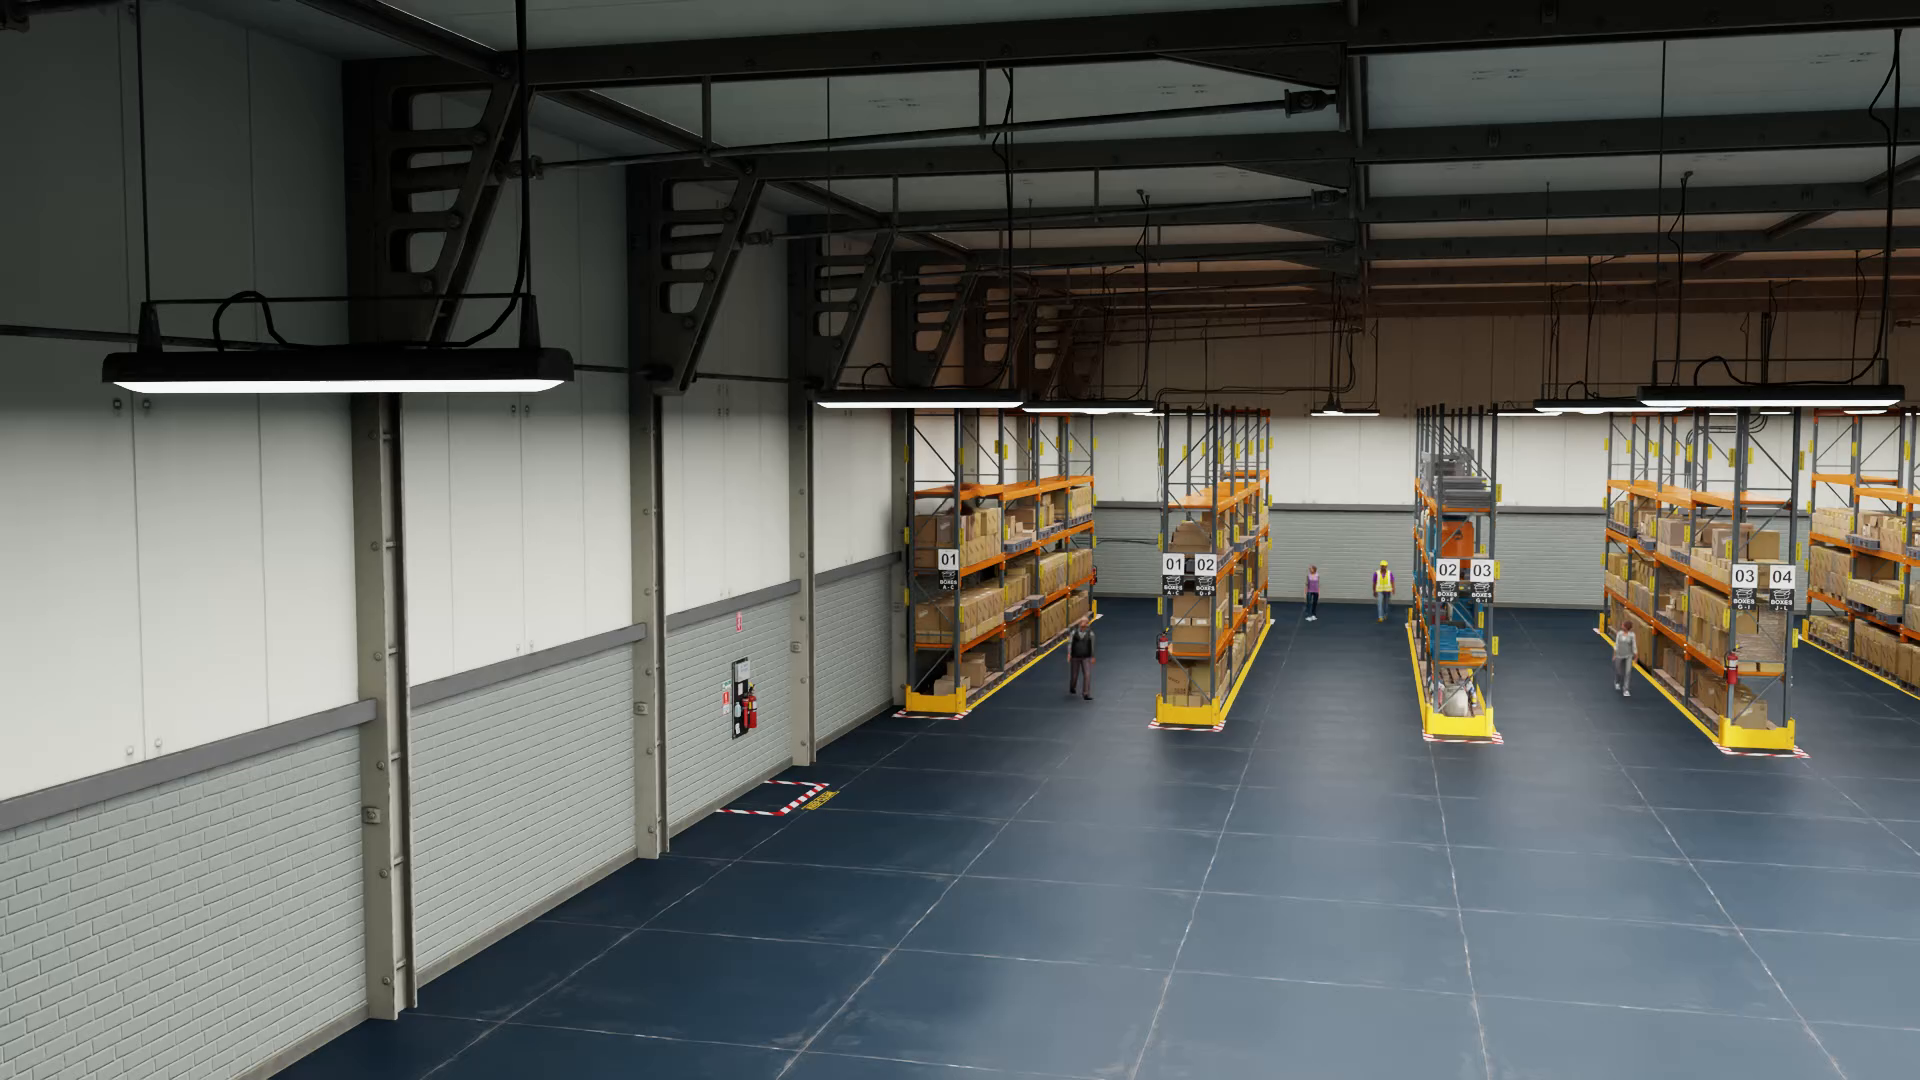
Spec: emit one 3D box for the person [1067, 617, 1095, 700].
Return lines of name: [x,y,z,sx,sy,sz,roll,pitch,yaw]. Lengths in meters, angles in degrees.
person: [2.470,2.420,34.023,0.618,1.677,0.960,0,4,-6]

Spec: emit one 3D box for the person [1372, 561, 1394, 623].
person: [11.904,1.449,46.738,0.579,1.724,1.029,0,4,6]

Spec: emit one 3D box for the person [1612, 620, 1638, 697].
person: [13.790,2.433,34.496,0.497,1.541,0.823,1,4,14]

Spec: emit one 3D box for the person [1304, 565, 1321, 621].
person: [10.028,1.551,47.294,0.484,1.504,0.524,0,4,2]
